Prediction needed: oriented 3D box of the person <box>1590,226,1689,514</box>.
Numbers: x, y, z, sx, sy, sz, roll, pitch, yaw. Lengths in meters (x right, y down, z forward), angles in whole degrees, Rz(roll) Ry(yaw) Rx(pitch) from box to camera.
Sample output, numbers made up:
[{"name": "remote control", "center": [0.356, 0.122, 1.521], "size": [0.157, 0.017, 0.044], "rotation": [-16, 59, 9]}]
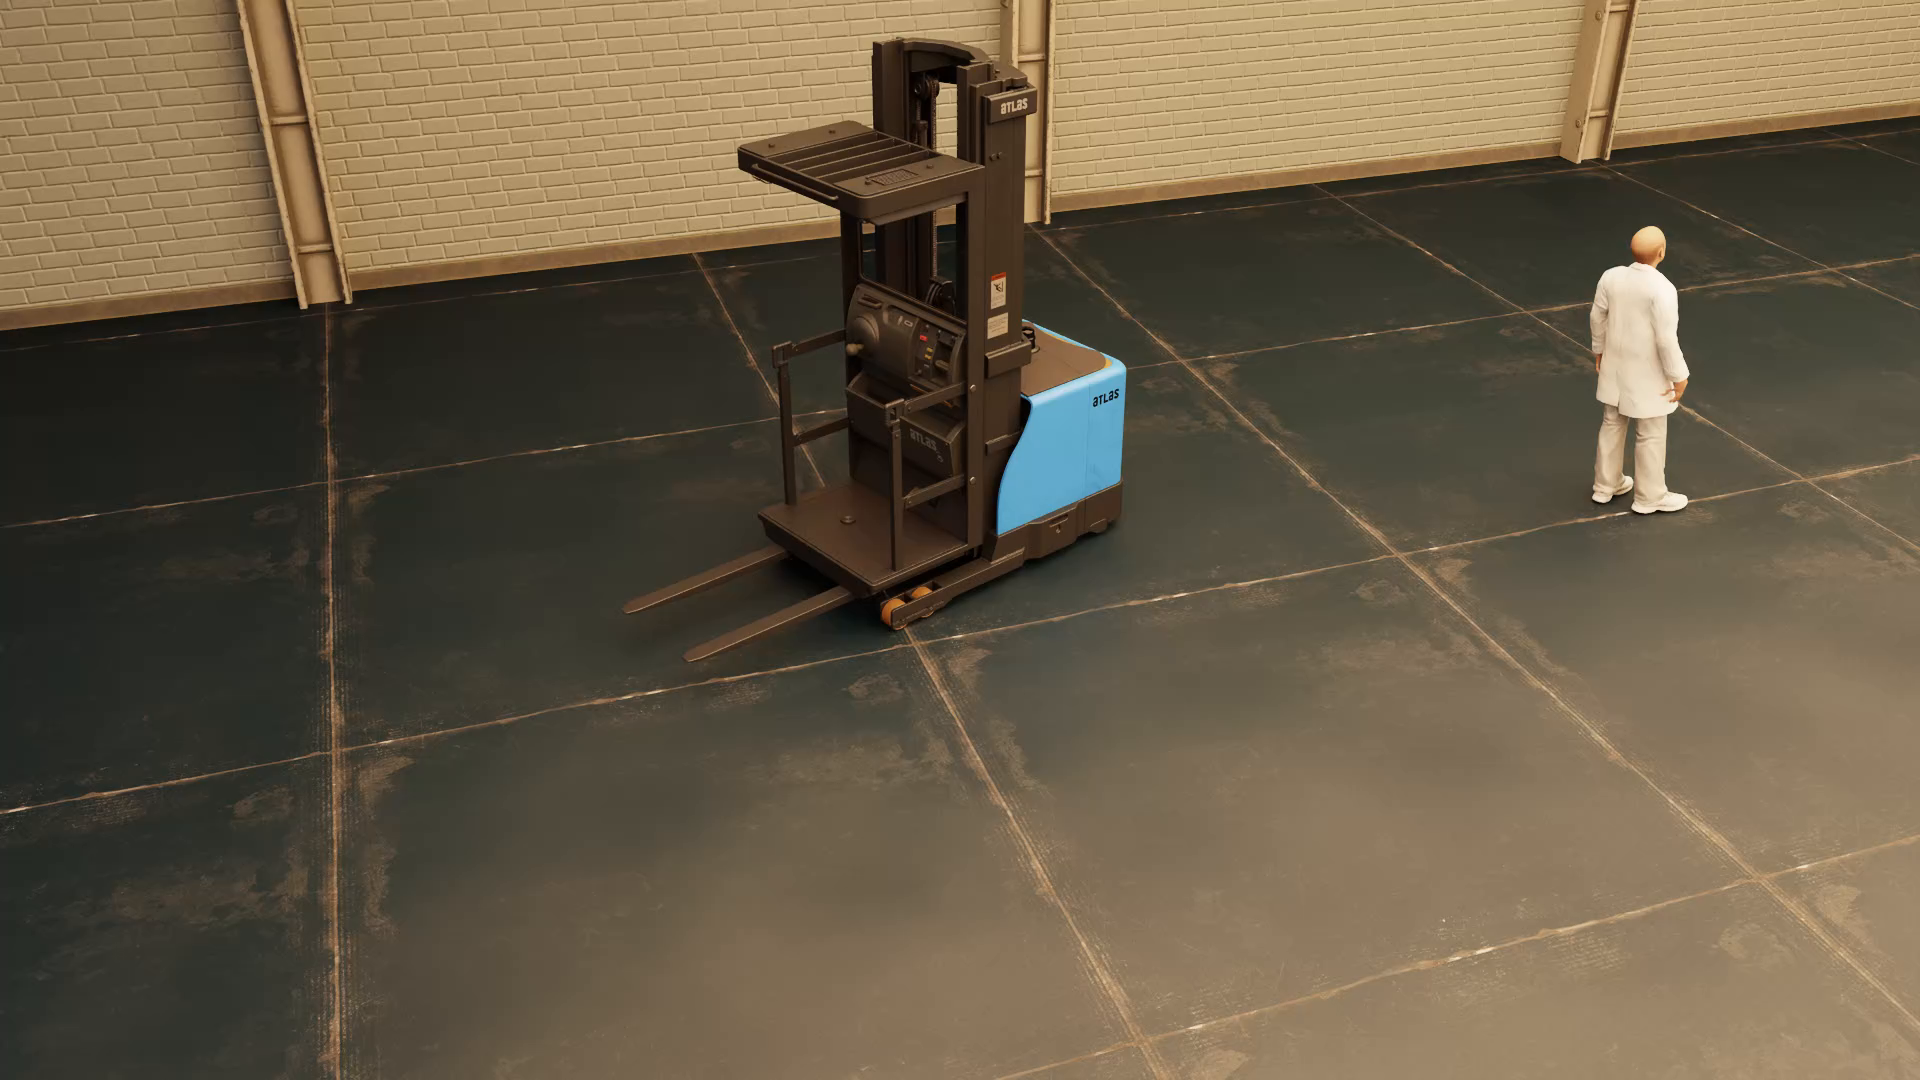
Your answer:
[{"name": "person", "center": [4.144, -1.048, 10.050], "size": [0.582, 1.776, 0.695], "rotation": [-15, 33, -24]}]

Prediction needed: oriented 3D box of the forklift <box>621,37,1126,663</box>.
[{"name": "forklift", "center": [-0.461, -1.072, 8.951], "size": [3.031, 2.935, 1.130], "rotation": [-23, 37, -34]}]
